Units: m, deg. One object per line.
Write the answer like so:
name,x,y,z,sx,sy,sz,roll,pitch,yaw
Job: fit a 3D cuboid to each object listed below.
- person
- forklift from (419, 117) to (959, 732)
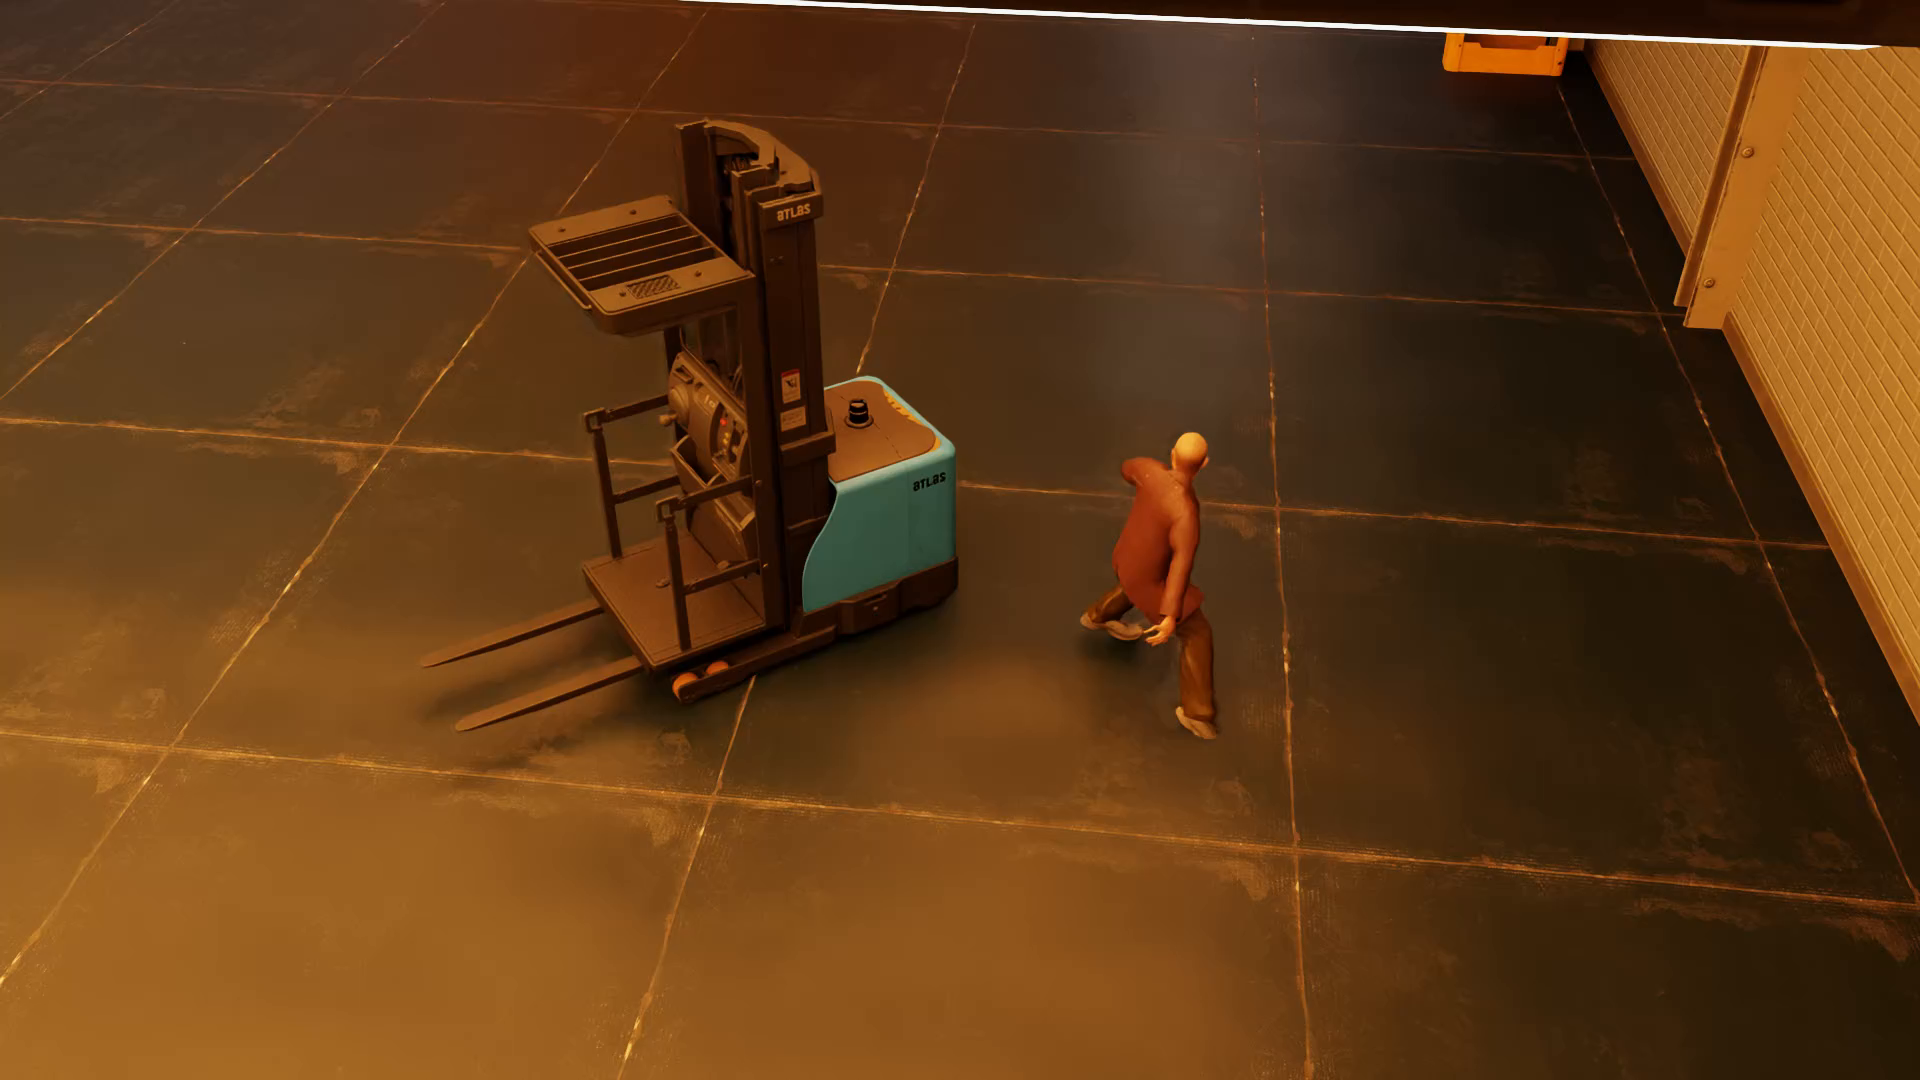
person,1.101,0.213,8.960,0.602,1.739,1.143,-8,37,-11
forklift,-1.534,-0.631,8.885,3.031,2.935,1.130,-20,41,-25
